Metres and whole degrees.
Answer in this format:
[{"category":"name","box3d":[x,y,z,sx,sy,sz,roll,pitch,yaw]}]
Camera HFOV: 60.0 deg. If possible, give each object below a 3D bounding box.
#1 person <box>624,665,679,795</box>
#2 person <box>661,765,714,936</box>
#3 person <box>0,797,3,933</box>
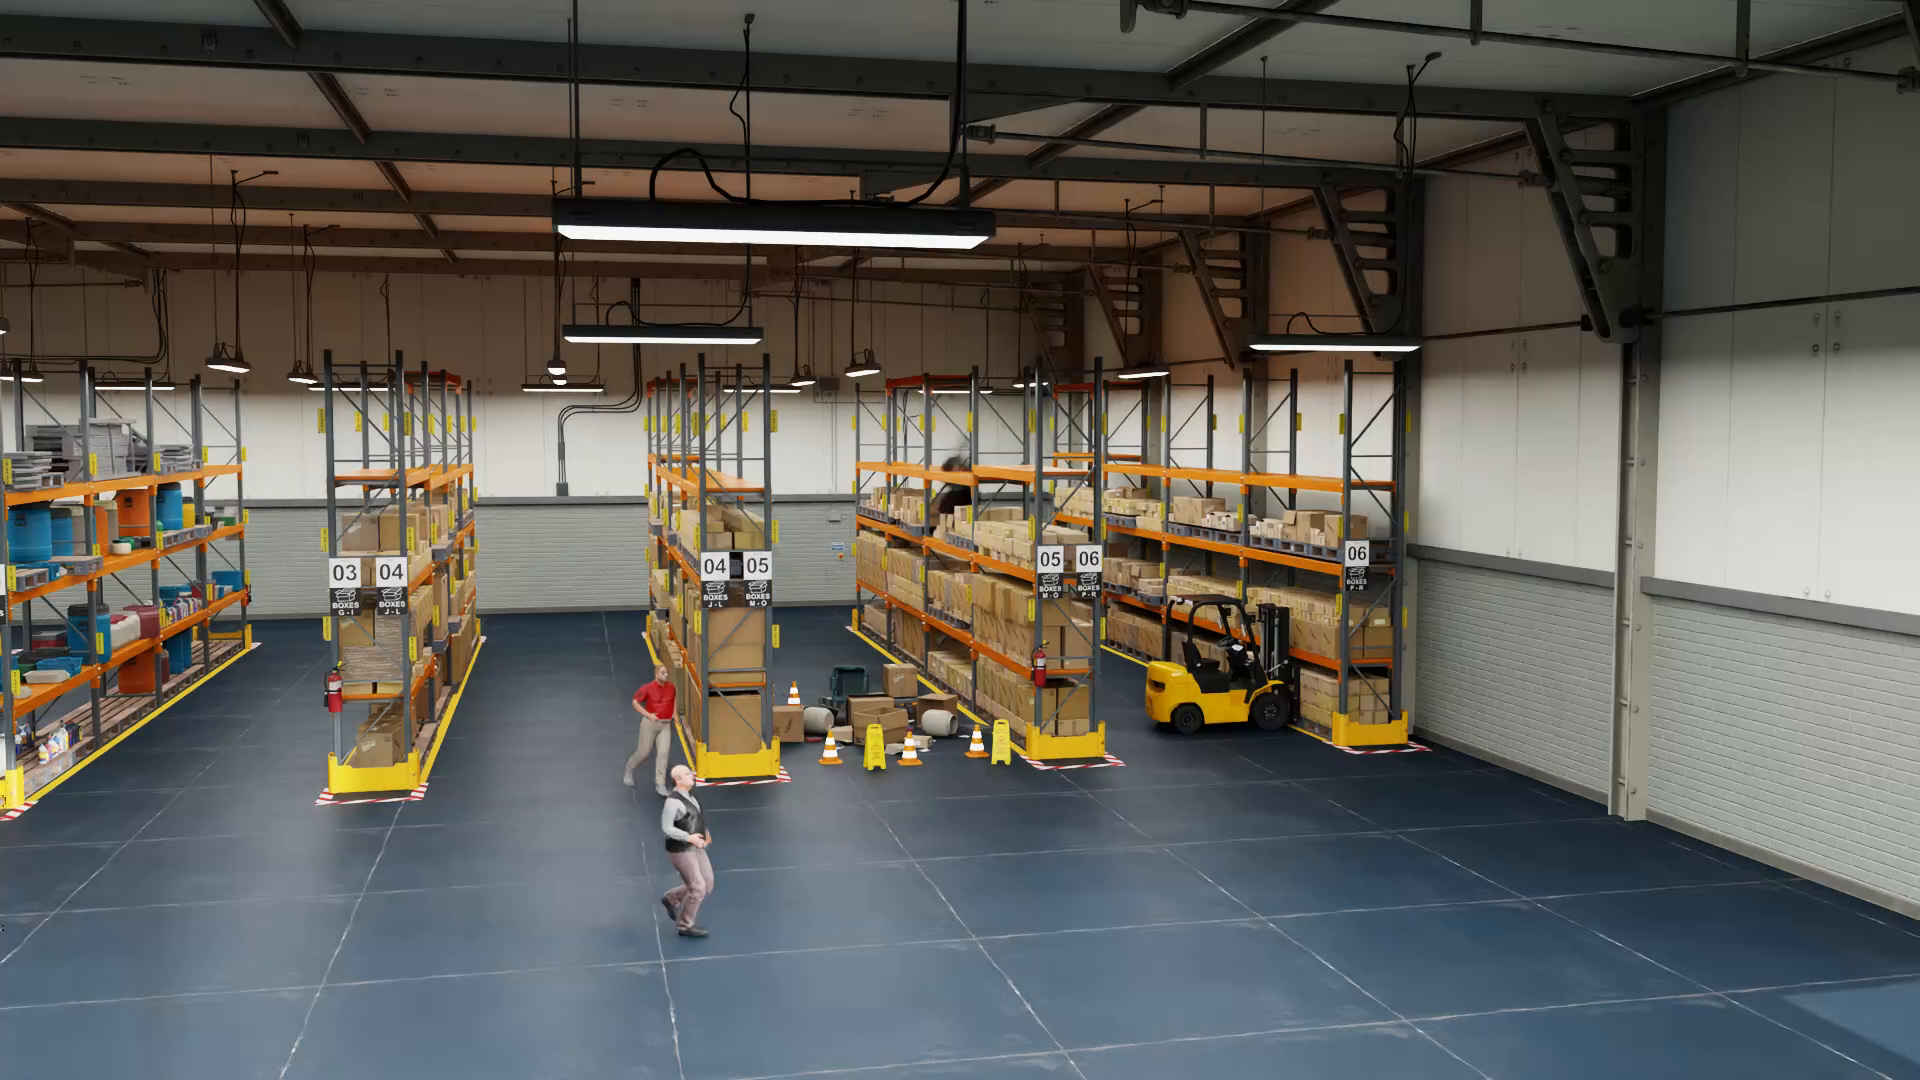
[{"category":"person","box3d":[-4.128,2.564,22.747,0.735,1.700,0.974,-3,5,-35]},{"category":"person","box3d":[-2.668,3.033,16.271,0.569,1.673,0.656,1,4,13]},{"category":"person","box3d":[-9.864,2.950,16.458,0.836,1.838,0.652,0,4,6]}]
